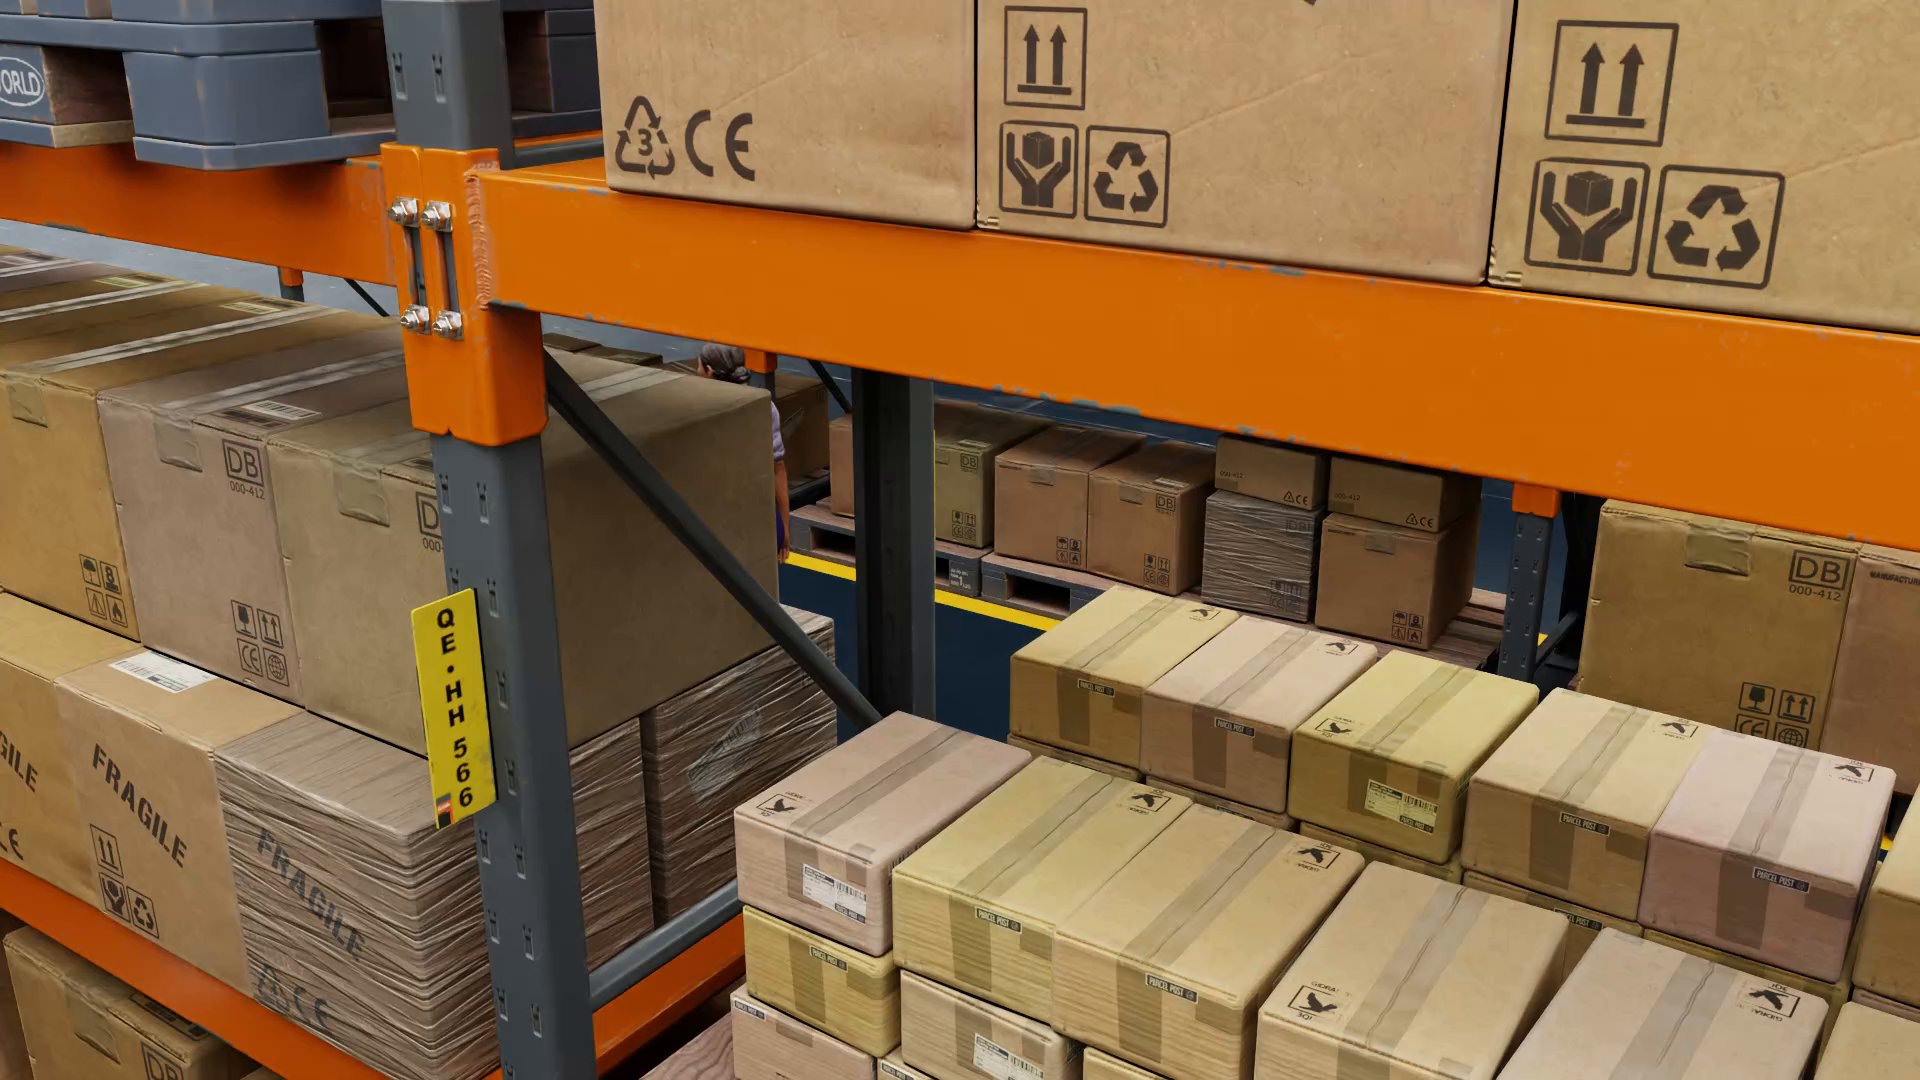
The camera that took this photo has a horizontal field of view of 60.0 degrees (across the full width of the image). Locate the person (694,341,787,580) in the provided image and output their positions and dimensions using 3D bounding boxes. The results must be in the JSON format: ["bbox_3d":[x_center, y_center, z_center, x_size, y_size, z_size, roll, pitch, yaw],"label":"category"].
[{"bbox_3d":[-0.914,0.011,6.580,0.341,1.642,0.472,14,24,33],"label":"person"}]
